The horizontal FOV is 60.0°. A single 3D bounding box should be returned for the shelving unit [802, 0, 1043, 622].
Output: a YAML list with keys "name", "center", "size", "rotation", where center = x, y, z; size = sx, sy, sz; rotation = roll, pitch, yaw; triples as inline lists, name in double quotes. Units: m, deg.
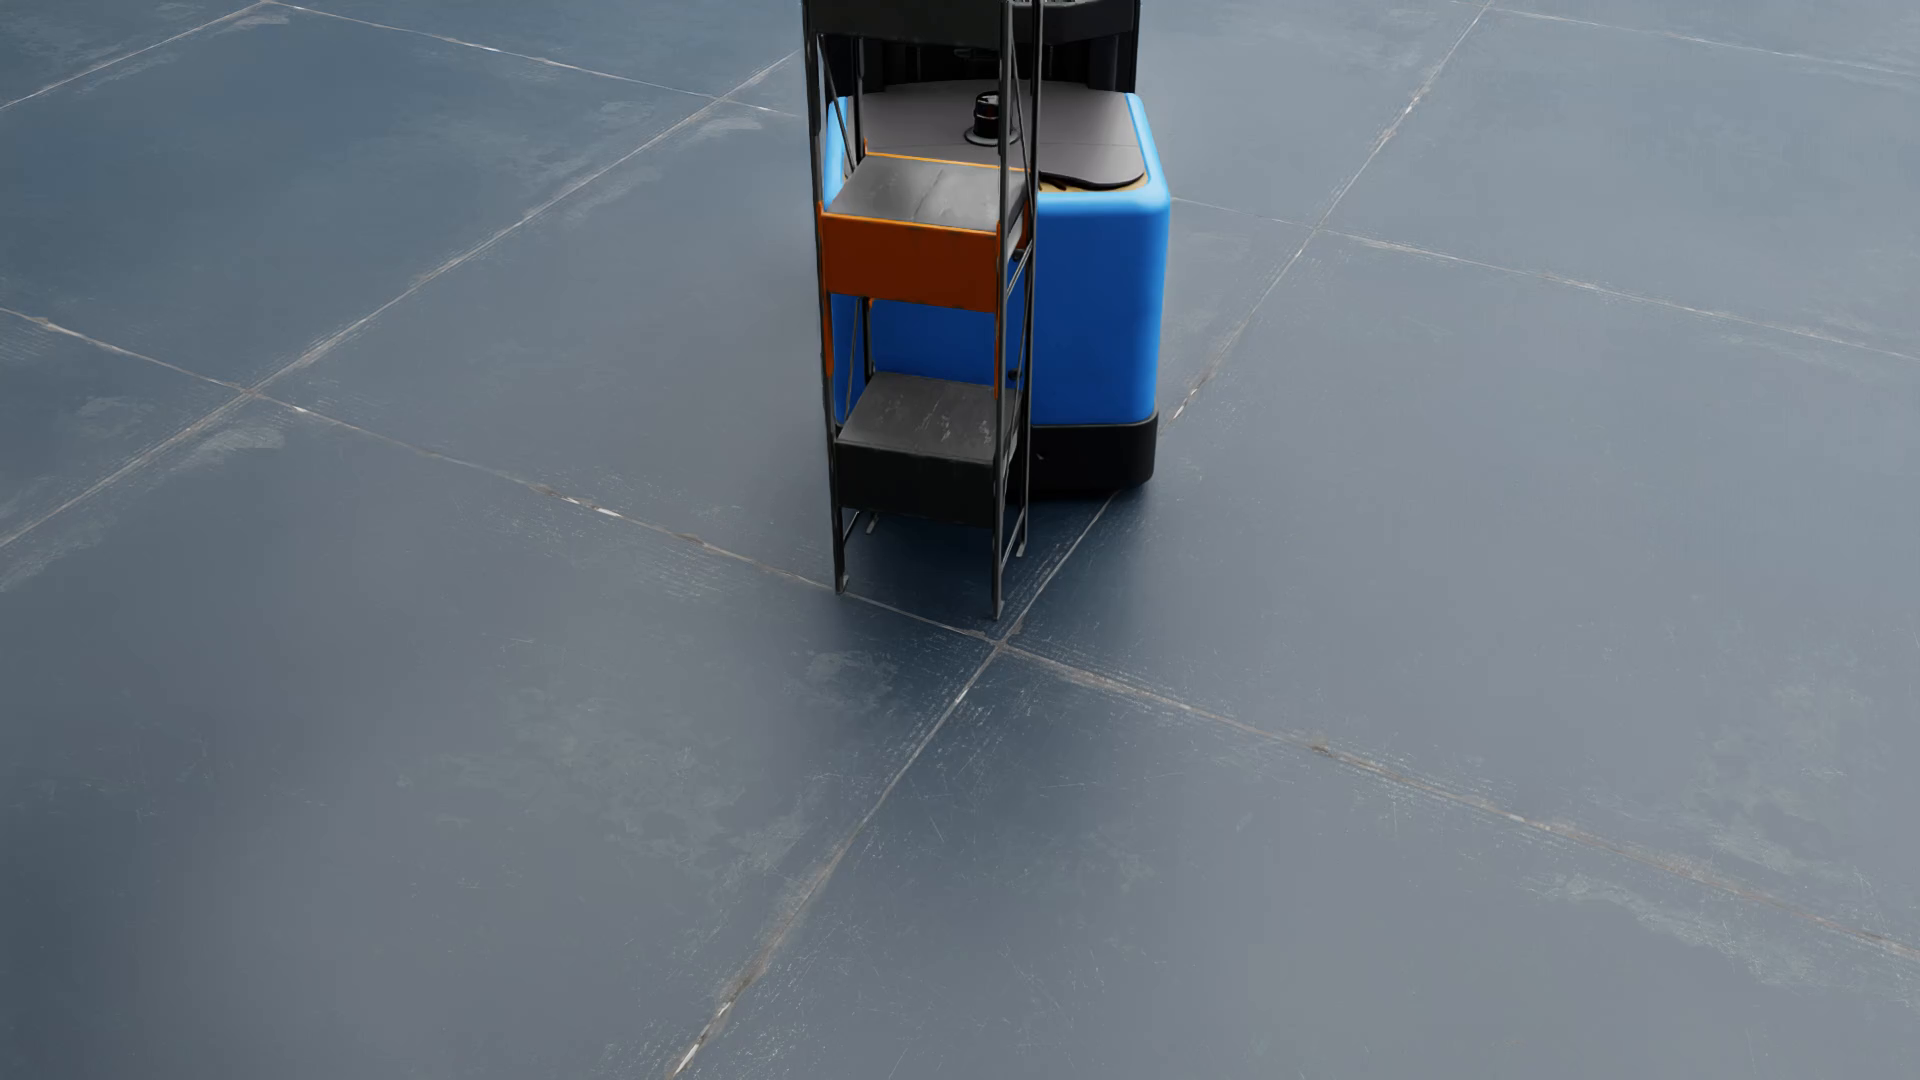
- name: "shelving unit"
  center: [-0.082, -0.749, 4.499]
  size: [0.503, 2.100, 0.431]
  rotation: [9, 38, 11]

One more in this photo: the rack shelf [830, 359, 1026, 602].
- name: "rack shelf"
  center: [-0.083, -0.180, 4.931]
  size: [0.480, 0.518, 0.431]
  rotation: [9, 38, 11]

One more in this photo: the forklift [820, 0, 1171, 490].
- name: "forklift"
  center: [0.060, -2.184, 5.703]
  size: [1.130, 2.935, 3.031]
  rotation: [-1, 37, -2]

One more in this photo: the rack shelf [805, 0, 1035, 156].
- name: "rack shelf"
  center: [-0.082, -1.295, 4.084]
  size: [0.480, 0.518, 0.431]
  rotation: [9, 38, 11]

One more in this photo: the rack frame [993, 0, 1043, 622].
- name: "rack frame"
  center: [0.154, -0.712, 4.452]
  size: [0.015, 2.100, 0.400]
  rotation: [9, 38, 11]

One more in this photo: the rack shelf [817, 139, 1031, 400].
- name: "rack shelf"
  center: [-0.082, -0.738, 4.508]
  size: [0.480, 0.518, 0.431]
  rotation: [9, 38, 11]

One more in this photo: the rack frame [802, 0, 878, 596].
- name: "rack frame"
  center: [-0.319, -0.785, 4.547]
  size: [0.015, 2.100, 0.400]
  rotation: [9, 38, 11]
